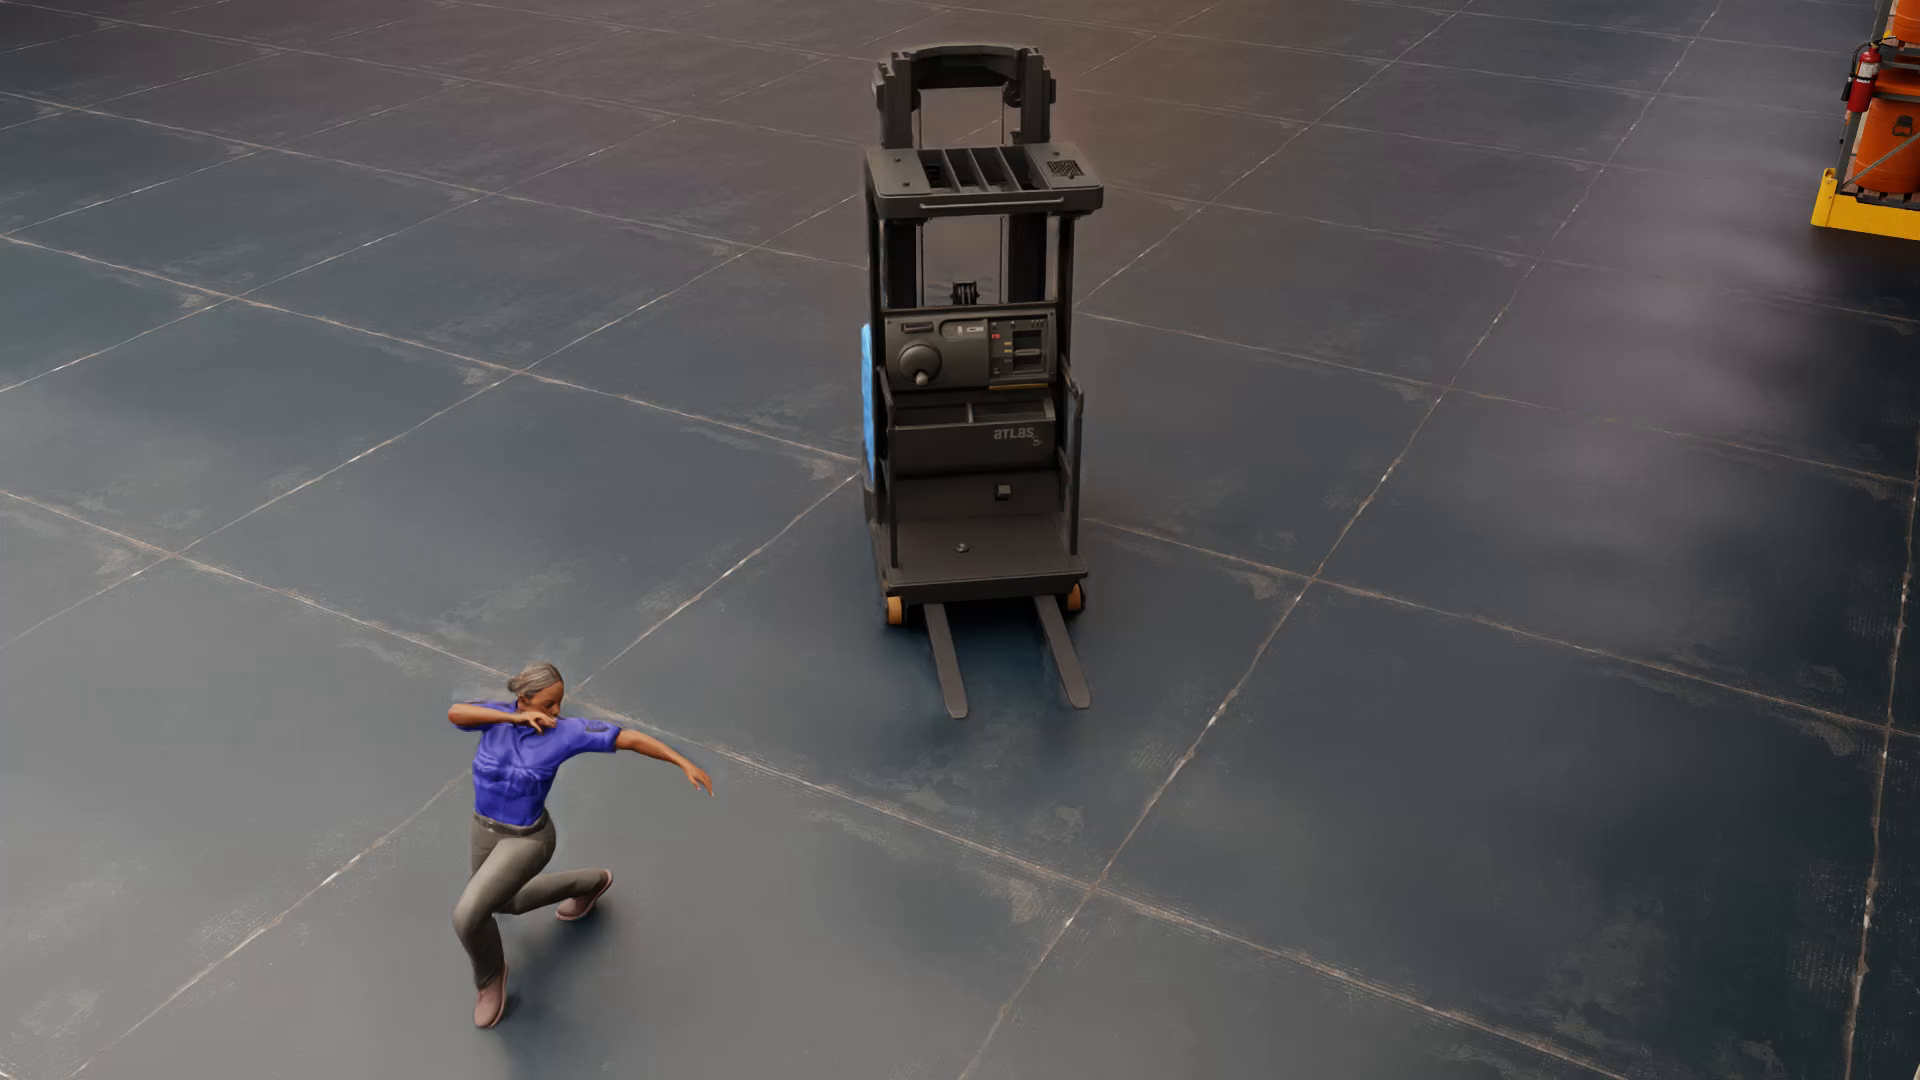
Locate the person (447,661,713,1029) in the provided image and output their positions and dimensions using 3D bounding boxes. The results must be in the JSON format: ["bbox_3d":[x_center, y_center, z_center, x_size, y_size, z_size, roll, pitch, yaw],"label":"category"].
[{"bbox_3d":[-1.543,1.206,6.566,0.957,1.387,0.886,12,32,20],"label":"person"}]

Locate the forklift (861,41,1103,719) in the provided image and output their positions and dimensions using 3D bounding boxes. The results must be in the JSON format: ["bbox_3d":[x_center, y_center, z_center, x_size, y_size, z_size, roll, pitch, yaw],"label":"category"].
[{"bbox_3d":[0.093,-0.984,8.775,1.130,2.935,3.031,-4,30,-7],"label":"forklift"}]
